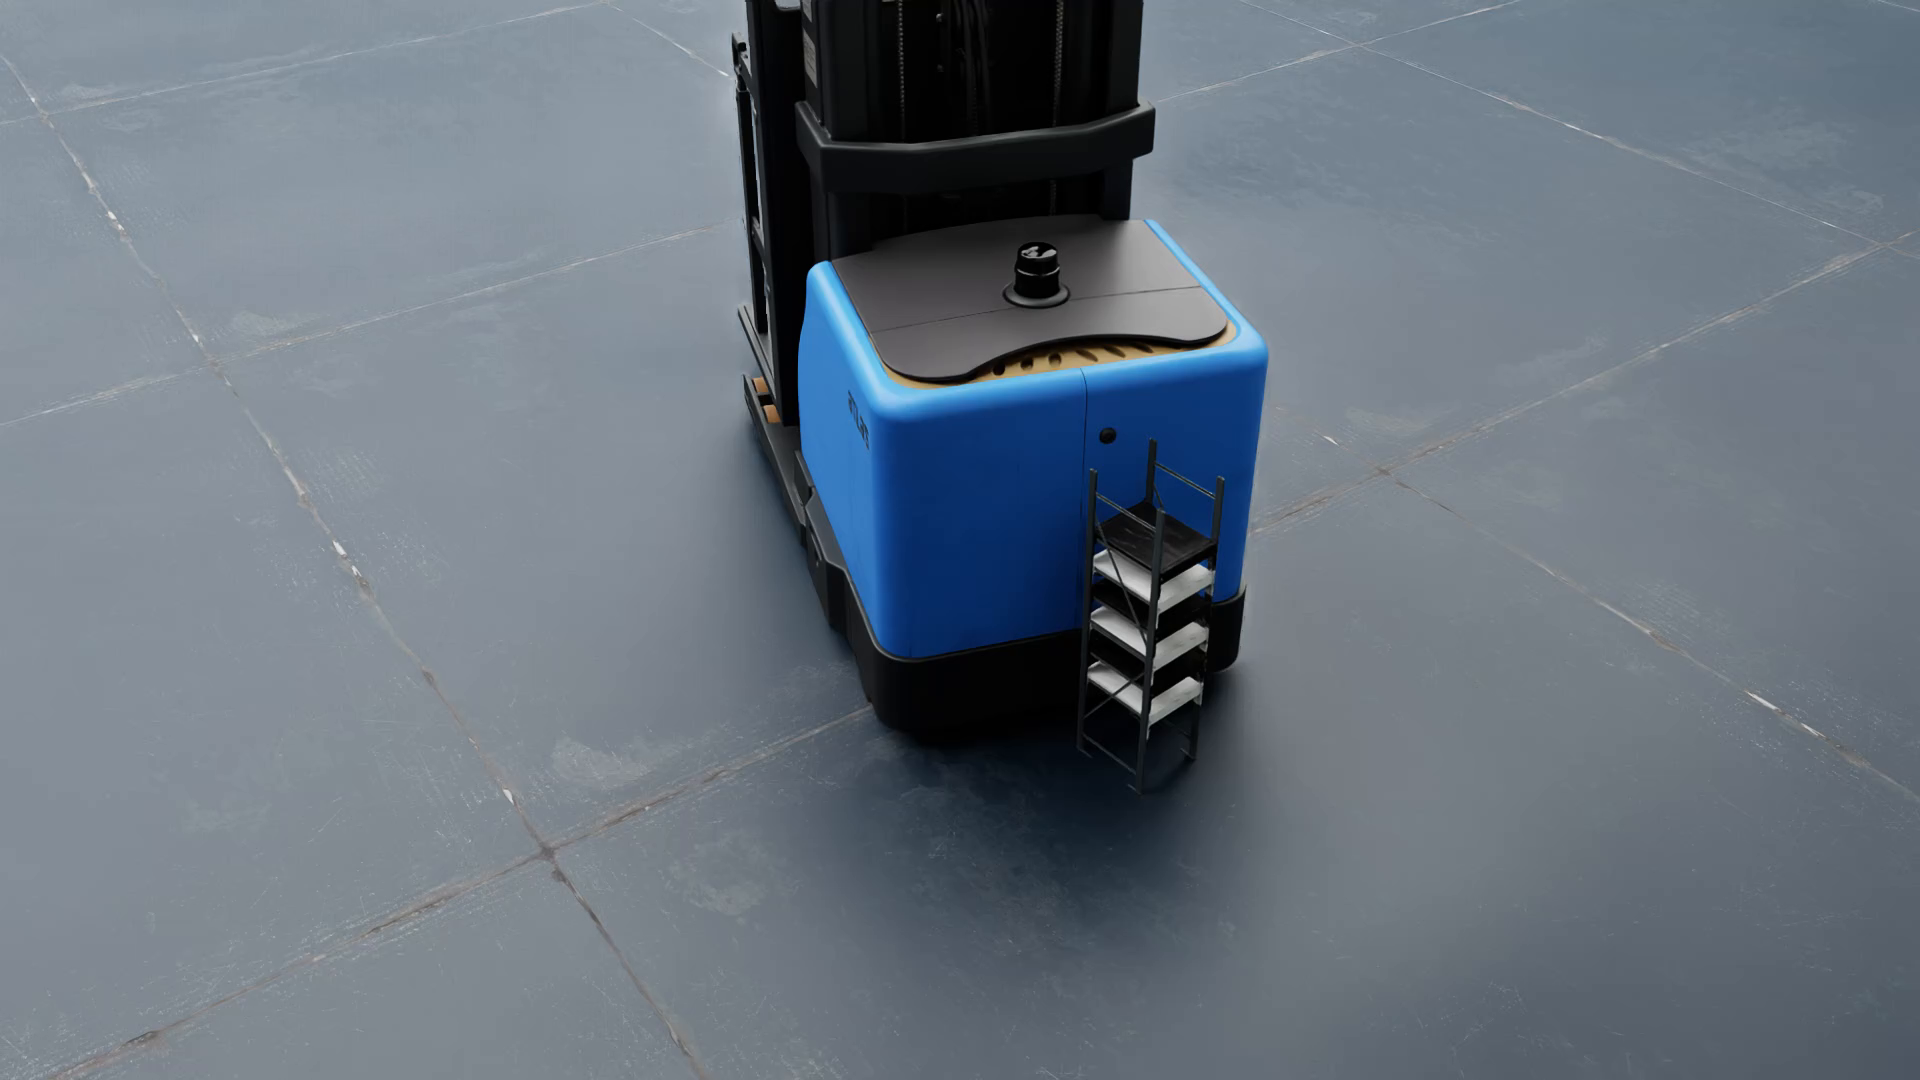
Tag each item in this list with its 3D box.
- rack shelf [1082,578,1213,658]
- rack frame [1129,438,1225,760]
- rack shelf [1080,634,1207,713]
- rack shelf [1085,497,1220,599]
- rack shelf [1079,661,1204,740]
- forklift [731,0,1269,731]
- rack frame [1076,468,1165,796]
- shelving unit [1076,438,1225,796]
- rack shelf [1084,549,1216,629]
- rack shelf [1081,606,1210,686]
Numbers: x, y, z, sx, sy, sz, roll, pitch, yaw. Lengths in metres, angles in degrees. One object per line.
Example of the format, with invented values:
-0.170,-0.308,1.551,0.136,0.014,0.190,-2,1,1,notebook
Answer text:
0.467,0.163,4.155,0.200,0.077,0.258,-27,44,-32,rack shelf
0.545,0.169,4.242,0.006,0.900,0.240,-27,44,-32,rack frame
0.468,0.308,4.260,0.200,0.077,0.258,-27,44,-32,rack shelf
0.467,0.017,4.049,0.200,0.077,0.258,-27,44,-32,rack shelf
0.469,0.381,4.313,0.200,0.077,0.258,-27,44,-32,rack shelf
-0.121,-1.543,4.885,1.130,2.935,3.031,-10,37,-13,forklift
0.391,0.248,4.134,0.006,0.900,0.240,-27,44,-32,rack frame
0.468,0.209,4.188,0.210,0.900,0.258,-27,44,-32,shelving unit
0.467,0.090,4.102,0.200,0.077,0.258,-27,44,-32,rack shelf
0.468,0.236,4.208,0.200,0.077,0.258,-27,44,-32,rack shelf
